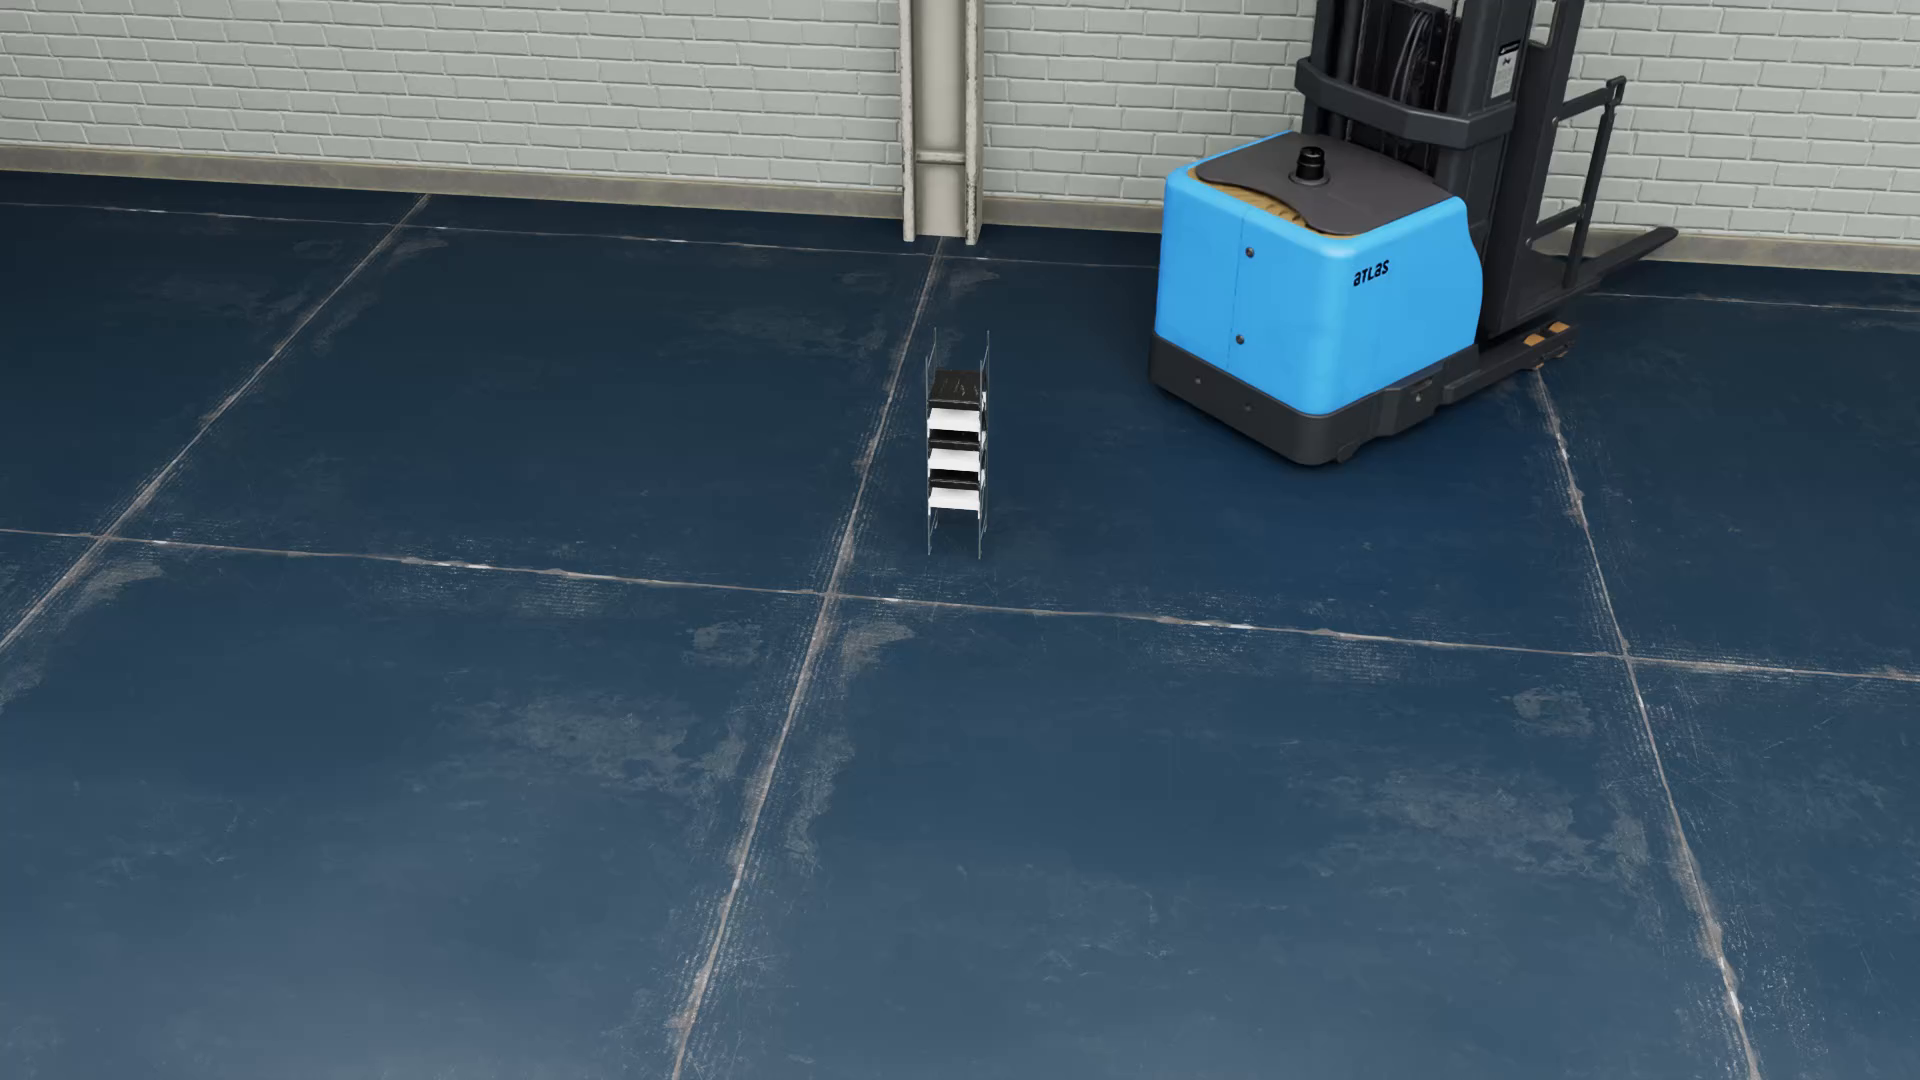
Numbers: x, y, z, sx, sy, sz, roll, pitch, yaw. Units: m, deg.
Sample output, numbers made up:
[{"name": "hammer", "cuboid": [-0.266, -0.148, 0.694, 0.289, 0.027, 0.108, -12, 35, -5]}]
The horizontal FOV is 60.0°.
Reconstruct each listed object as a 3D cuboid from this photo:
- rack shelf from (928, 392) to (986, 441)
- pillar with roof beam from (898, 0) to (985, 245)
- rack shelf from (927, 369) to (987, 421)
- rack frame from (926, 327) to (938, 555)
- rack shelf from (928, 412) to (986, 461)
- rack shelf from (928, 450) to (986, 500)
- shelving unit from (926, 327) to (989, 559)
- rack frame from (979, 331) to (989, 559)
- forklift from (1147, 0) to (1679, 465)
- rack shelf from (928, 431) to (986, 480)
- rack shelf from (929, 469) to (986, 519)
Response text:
[{"name": "rack shelf", "cuboid": [-0.008, -0.486, 6.404, 0.200, 0.077, 0.258, 4, 36, 6]}, {"name": "pillar with roof beam", "cuboid": [-0.639, -2.880, 3.039, 0.400, 9.000, 9.100, 4, 36, 6]}, {"name": "rack shelf", "cuboid": [-0.008, -0.560, 6.352, 0.200, 0.077, 0.258, 4, 36, 6]}, {"name": "rack frame", "cuboid": [-0.109, -0.374, 6.500, 0.006, 0.900, 0.240, 4, 36, 6]}, {"name": "rack shelf", "cuboid": [-0.008, -0.413, 6.457, 0.200, 0.077, 0.258, 4, 36, 6]}, {"name": "rack shelf", "cuboid": [-0.008, -0.267, 6.561, 0.200, 0.077, 0.258, 4, 36, 6]}, {"name": "shelving unit", "cuboid": [-0.008, -0.367, 6.489, 0.210, 0.900, 0.258, 4, 36, 6]}, {"name": "rack frame", "cuboid": [0.093, -0.359, 6.479, 0.006, 0.900, 0.240, 4, 36, 6]}, {"name": "forklift", "cuboid": [2.335, -2.214, 7.329, 3.031, 2.935, 1.130, -25, 42, -31]}, {"name": "rack shelf", "cuboid": [-0.008, -0.340, 6.509, 0.200, 0.077, 0.258, 4, 36, 6]}, {"name": "rack shelf", "cuboid": [-0.008, -0.193, 6.613, 0.200, 0.077, 0.258, 4, 36, 6]}]
